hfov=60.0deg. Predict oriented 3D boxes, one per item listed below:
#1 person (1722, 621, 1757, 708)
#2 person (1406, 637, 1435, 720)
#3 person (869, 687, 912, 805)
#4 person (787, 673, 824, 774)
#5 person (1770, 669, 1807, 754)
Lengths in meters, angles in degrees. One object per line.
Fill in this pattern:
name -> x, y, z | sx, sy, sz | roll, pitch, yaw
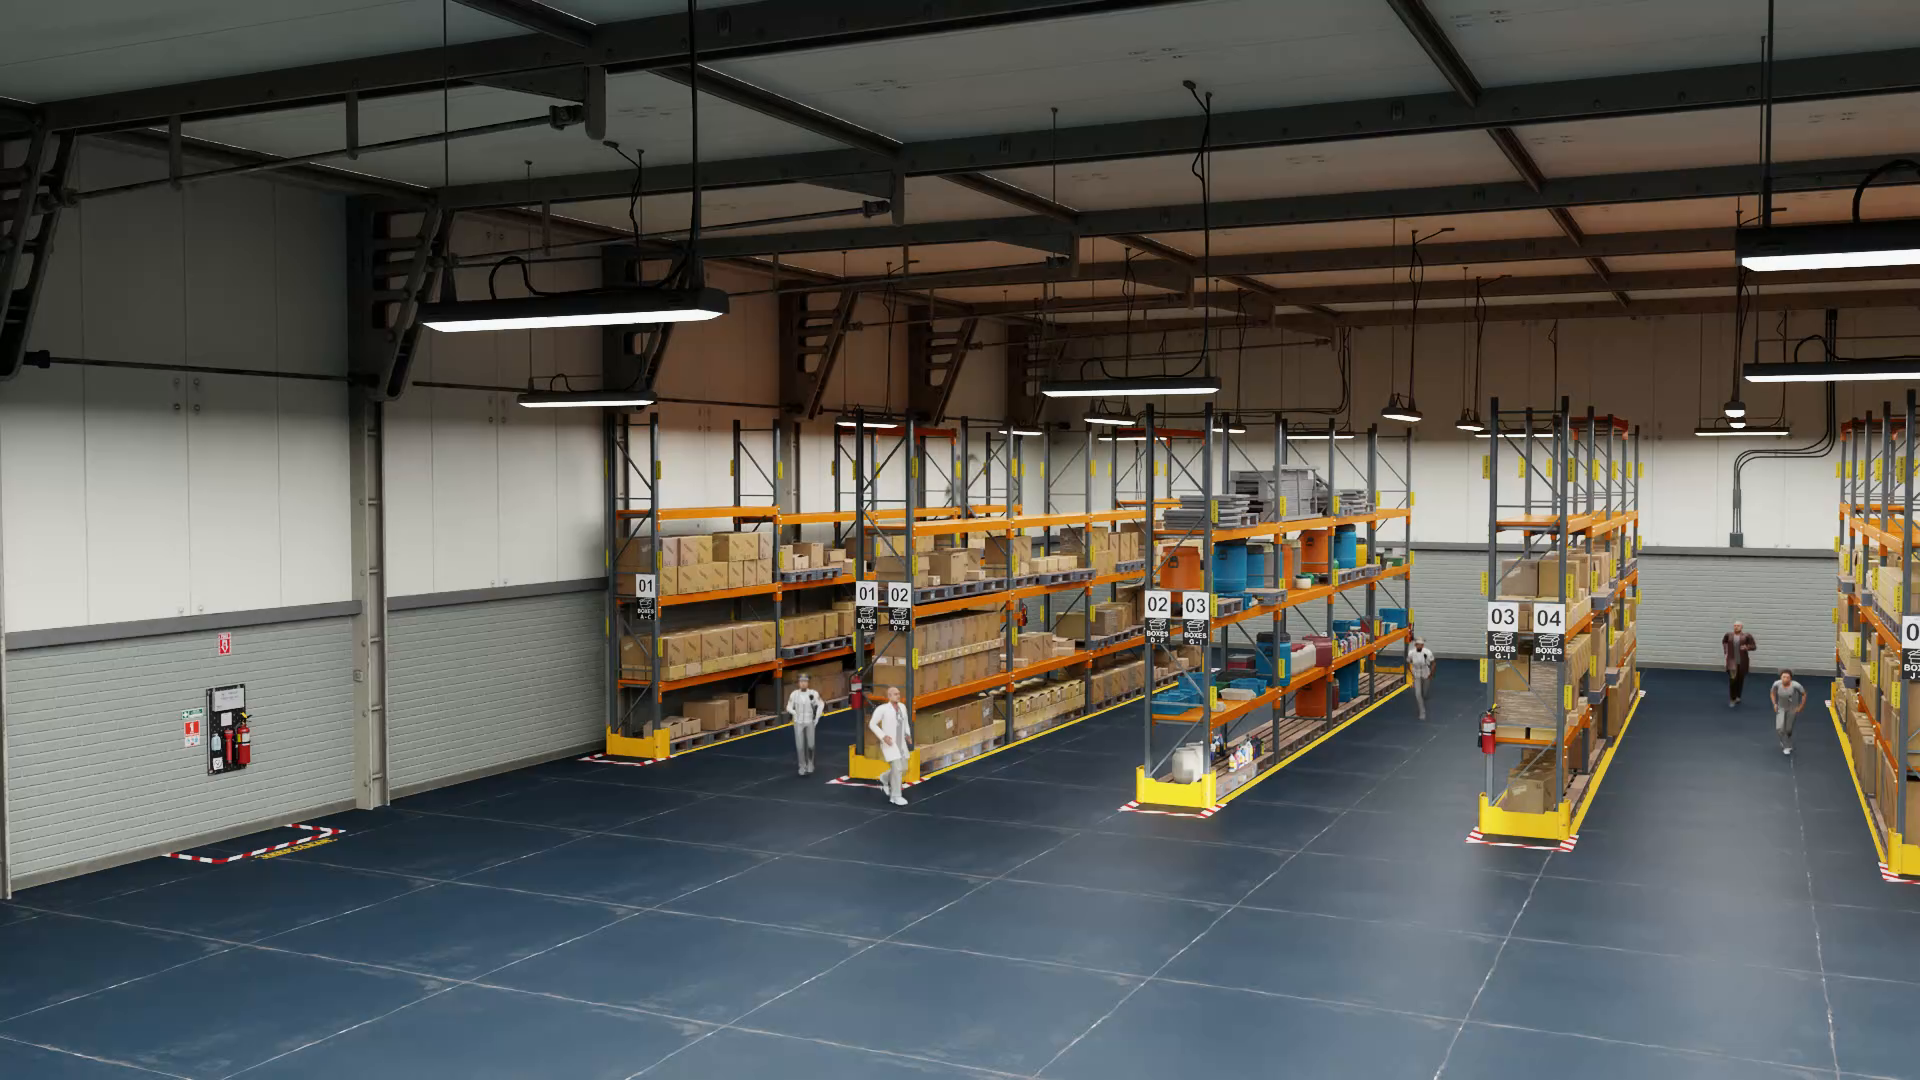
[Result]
person -> 16.550, 2.639, 35.326 | 0.667, 1.853, 0.865 | 1, 3, 26
person -> 9.346, 2.793, 33.761 | 0.582, 1.665, 0.817 | 1, 2, 12
person -> -1.052, 3.077, 25.002 | 0.727, 1.748, 0.725 | -2, 3, -42
person -> -2.537, 3.016, 27.244 | 0.611, 1.677, 0.522 | 0, 2, -2
person -> 14.695, 3.018, 29.474 | 0.577, 1.525, 0.872 | 2, 3, 34
